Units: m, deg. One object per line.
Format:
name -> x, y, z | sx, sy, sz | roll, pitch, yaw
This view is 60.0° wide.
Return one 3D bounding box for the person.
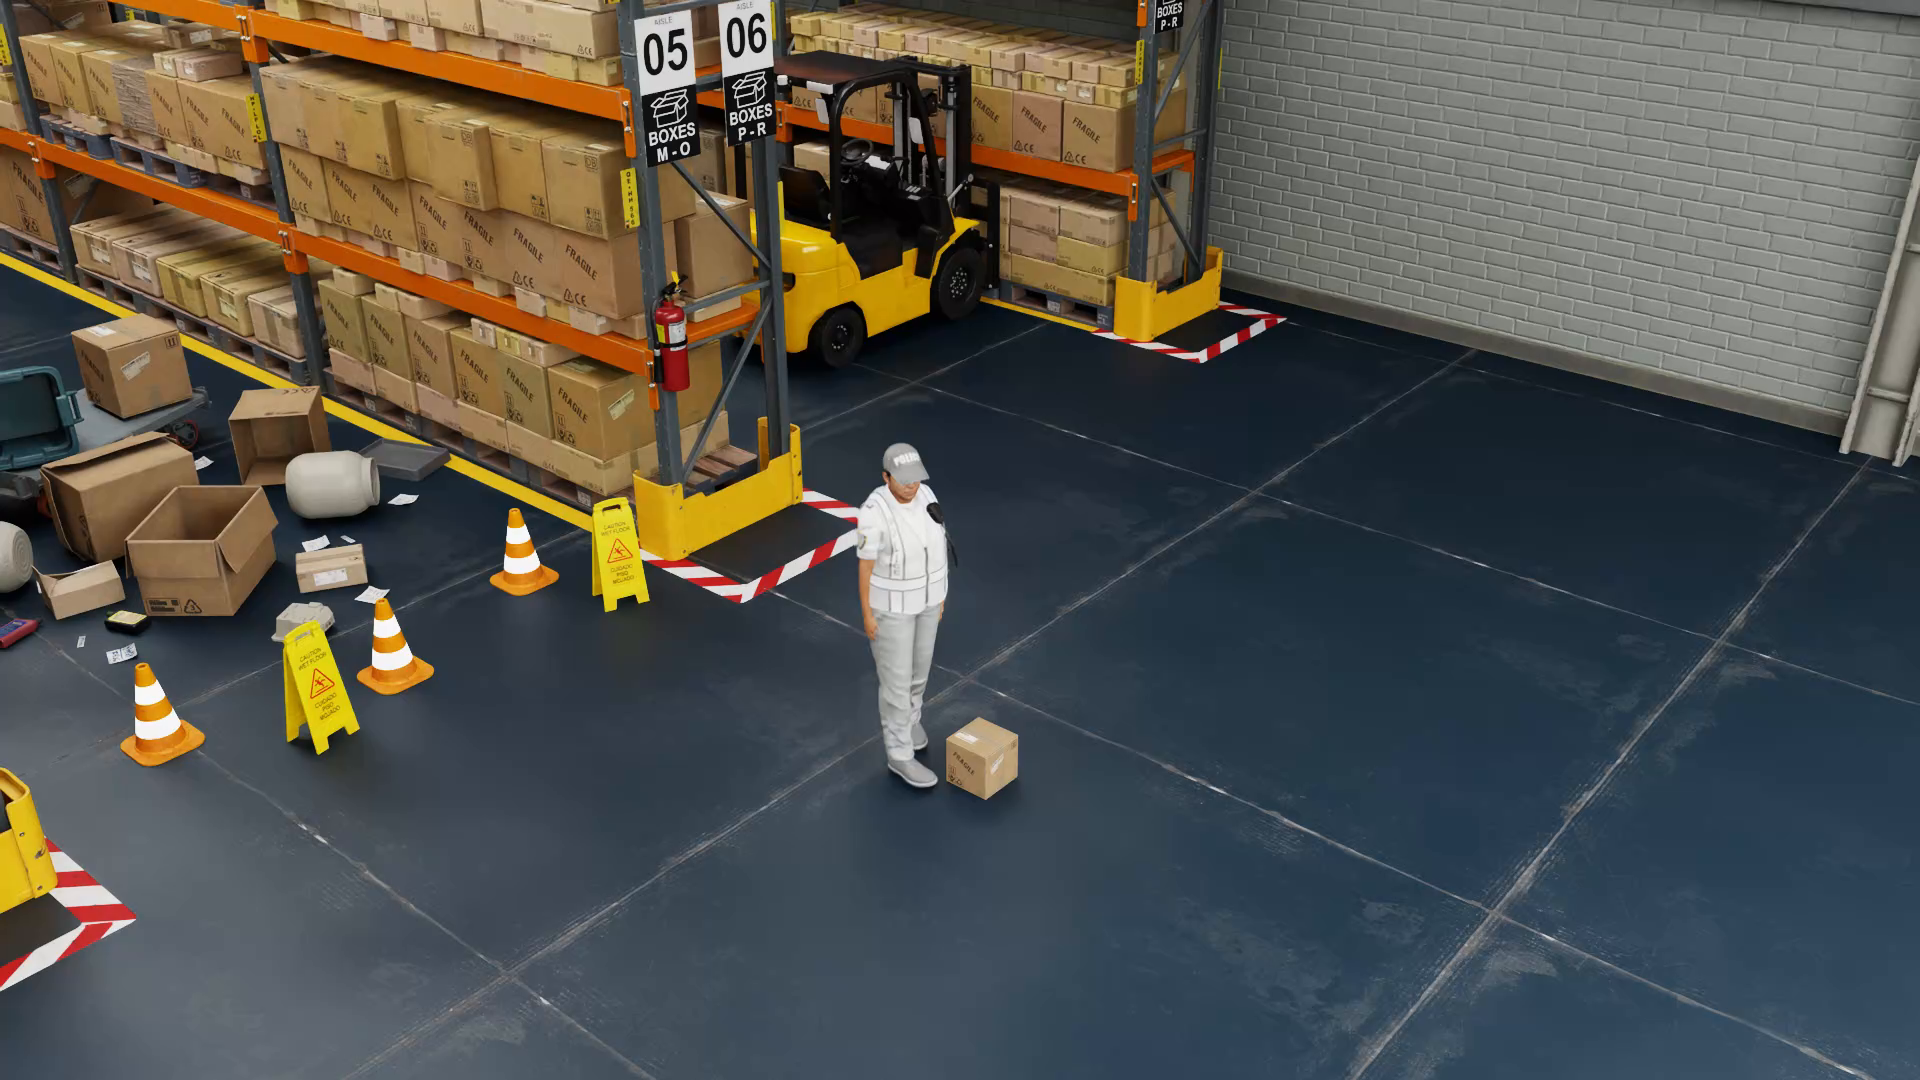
person -> -0.203, 0.329, 7.976 | 0.478, 1.656, 0.581 | -22, 35, -35
